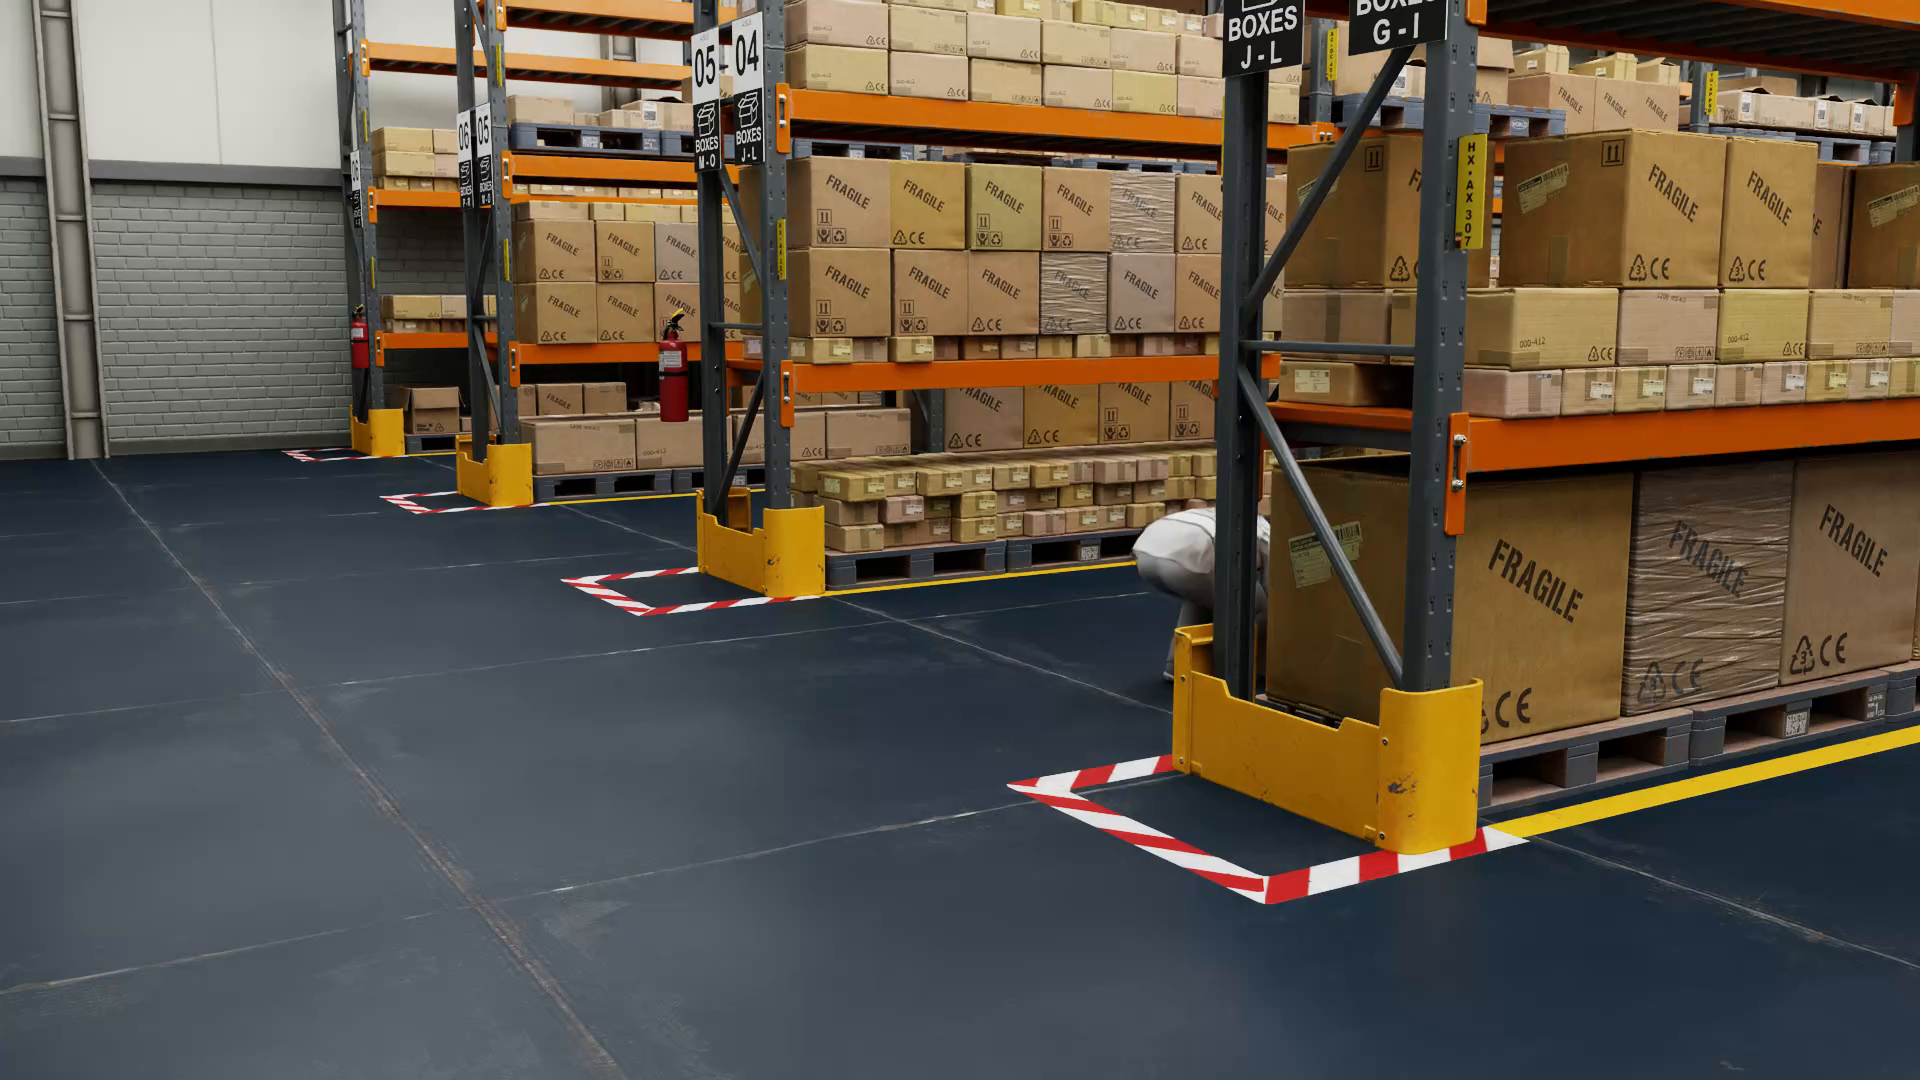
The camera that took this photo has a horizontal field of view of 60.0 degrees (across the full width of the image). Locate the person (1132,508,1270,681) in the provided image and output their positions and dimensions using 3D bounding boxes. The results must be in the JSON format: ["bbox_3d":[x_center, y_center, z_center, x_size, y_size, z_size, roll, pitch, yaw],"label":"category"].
[{"bbox_3d":[1.175,0.255,7.277,0.926,0.792,0.450,-5,10,-33],"label":"person"}]
